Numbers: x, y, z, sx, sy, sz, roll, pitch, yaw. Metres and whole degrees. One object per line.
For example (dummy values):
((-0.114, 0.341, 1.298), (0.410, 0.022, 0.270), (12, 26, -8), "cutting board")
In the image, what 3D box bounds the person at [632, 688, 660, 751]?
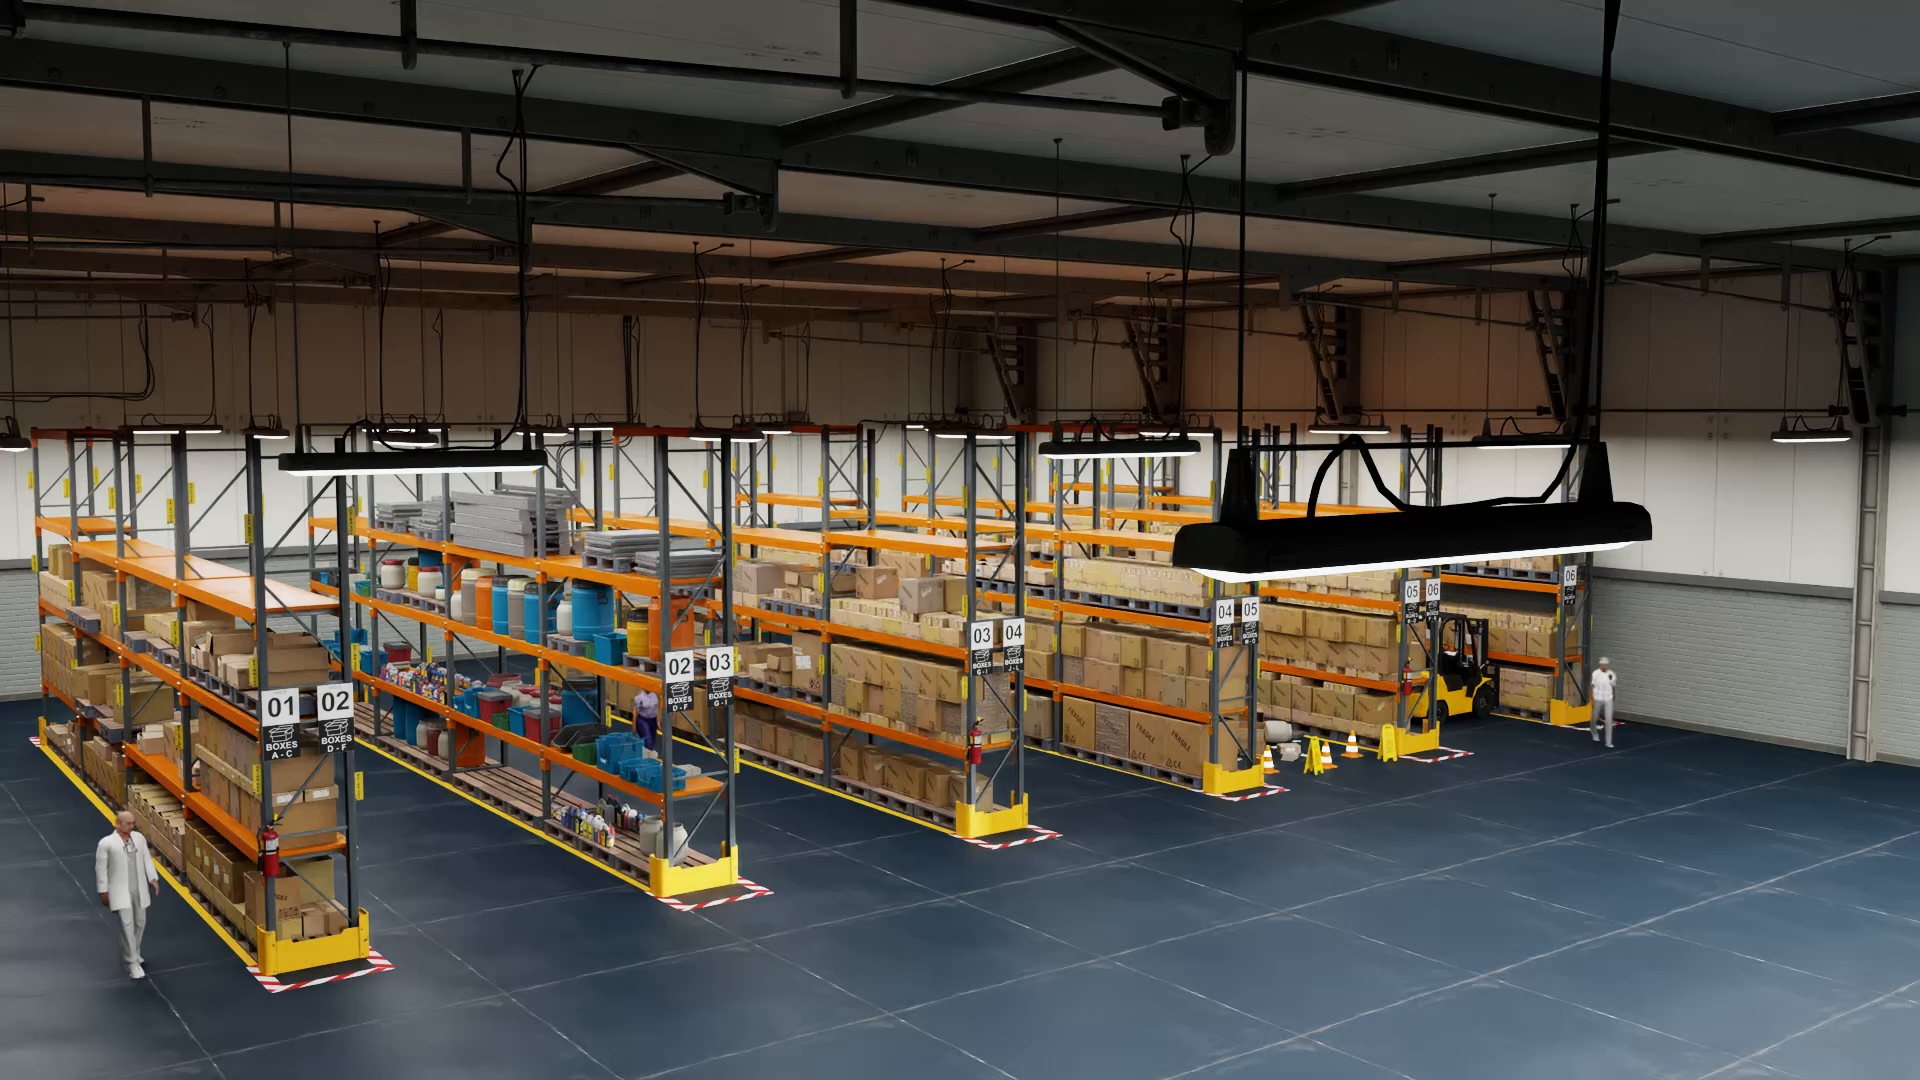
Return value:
((-5.553, 3.238, 29.343), (0.972, 1.569, 0.498), (3, 6, 36), "person")

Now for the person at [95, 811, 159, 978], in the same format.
((-9.354, 3.988, 18.834), (0.774, 1.794, 0.595), (3, 5, 33), "person")

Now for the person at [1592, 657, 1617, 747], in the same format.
((12.168, 3.026, 31.418), (0.439, 1.672, 0.701), (2, 5, 22), "person")

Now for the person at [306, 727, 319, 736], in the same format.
((-11.167, 3.175, 28.751), (0.593, 1.784, 0.485), (-4, 6, -44), "person")
